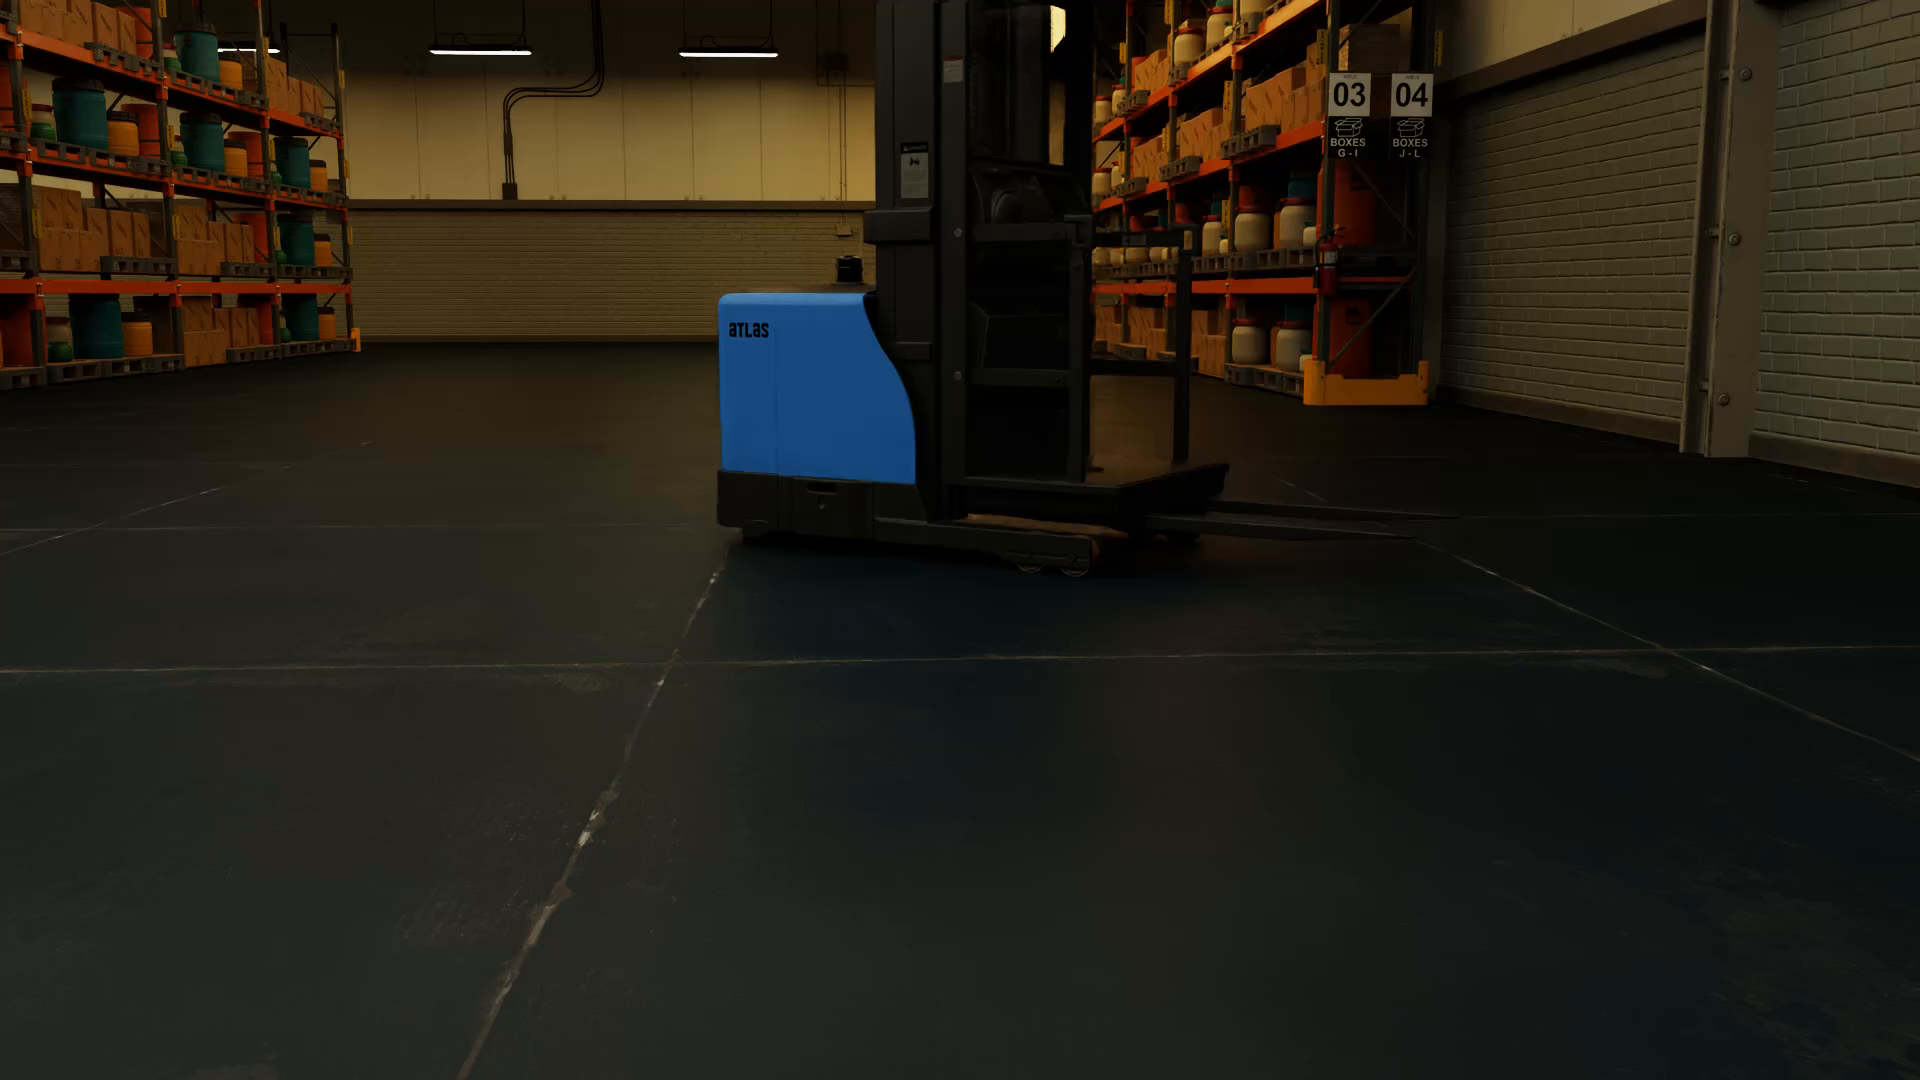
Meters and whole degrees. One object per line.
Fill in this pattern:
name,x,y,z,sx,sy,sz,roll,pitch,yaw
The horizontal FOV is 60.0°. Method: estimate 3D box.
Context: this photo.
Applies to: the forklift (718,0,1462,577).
forklift,0.472,-1.396,6.731,3.031,2.935,1.130,5,10,31
